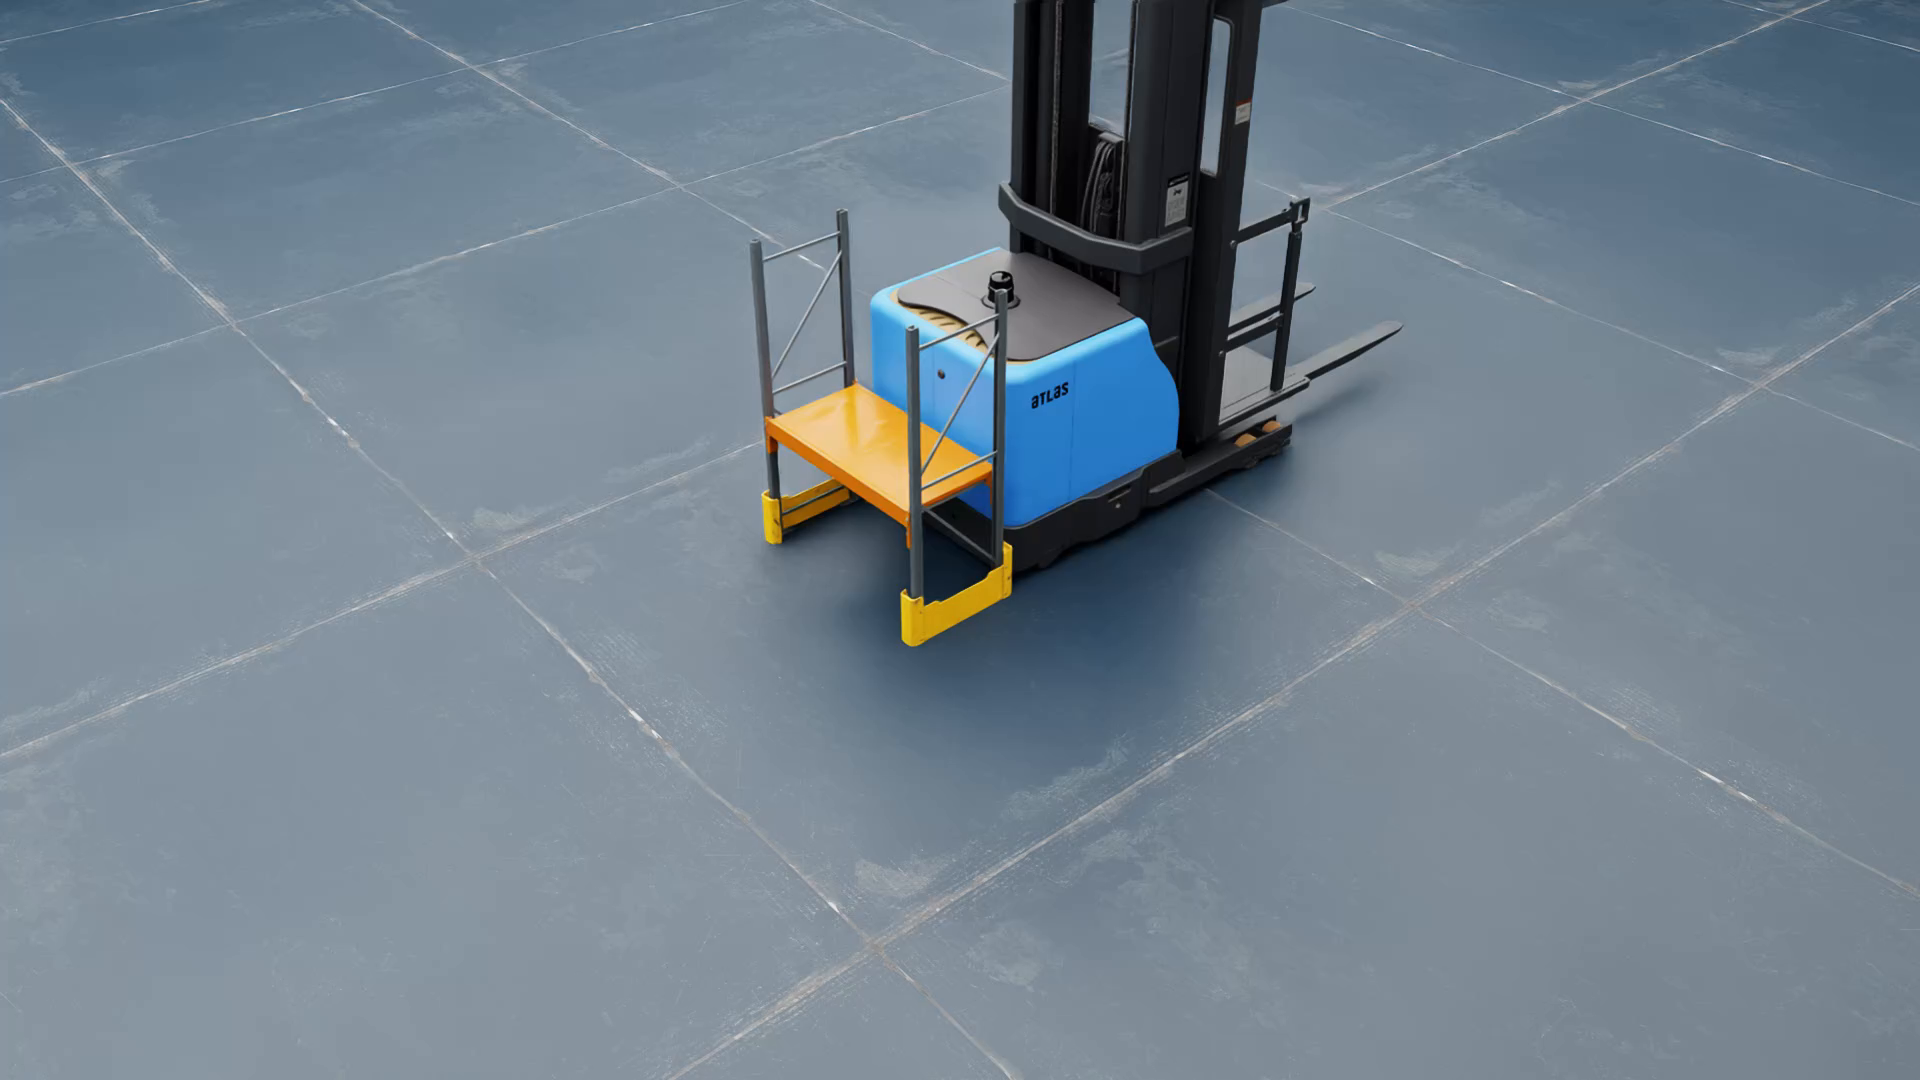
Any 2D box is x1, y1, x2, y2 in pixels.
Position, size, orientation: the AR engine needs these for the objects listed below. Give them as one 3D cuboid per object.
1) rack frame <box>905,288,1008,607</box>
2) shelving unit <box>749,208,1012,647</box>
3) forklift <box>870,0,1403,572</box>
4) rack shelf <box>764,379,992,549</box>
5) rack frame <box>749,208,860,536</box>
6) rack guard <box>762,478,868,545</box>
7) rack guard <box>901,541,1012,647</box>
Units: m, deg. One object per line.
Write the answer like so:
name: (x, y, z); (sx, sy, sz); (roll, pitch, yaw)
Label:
rack frame: (-0.009, -0.279, 6.847); (0.500, 1.500, 0.032); (-27, 43, -33)
shelving unit: (-0.339, -0.496, 7.153); (0.587, 1.500, 1.083); (-27, 43, -33)
forklift: (1.033, -1.762, 7.702); (3.031, 2.935, 1.130); (-26, 43, -32)
rack shelf: (-0.345, -0.353, 7.262); (0.538, 0.185, 1.000); (-27, 43, -33)
rack frame: (-0.680, -0.721, 7.470); (0.500, 1.500, 0.032); (-27, 43, -33)
rack guard: (-0.667, -0.202, 7.819); (0.587, 0.250, 0.087); (-27, 43, -33)
rack guard: (-0.010, 0.230, 7.209); (0.587, 0.250, 0.087); (-27, 43, -33)
